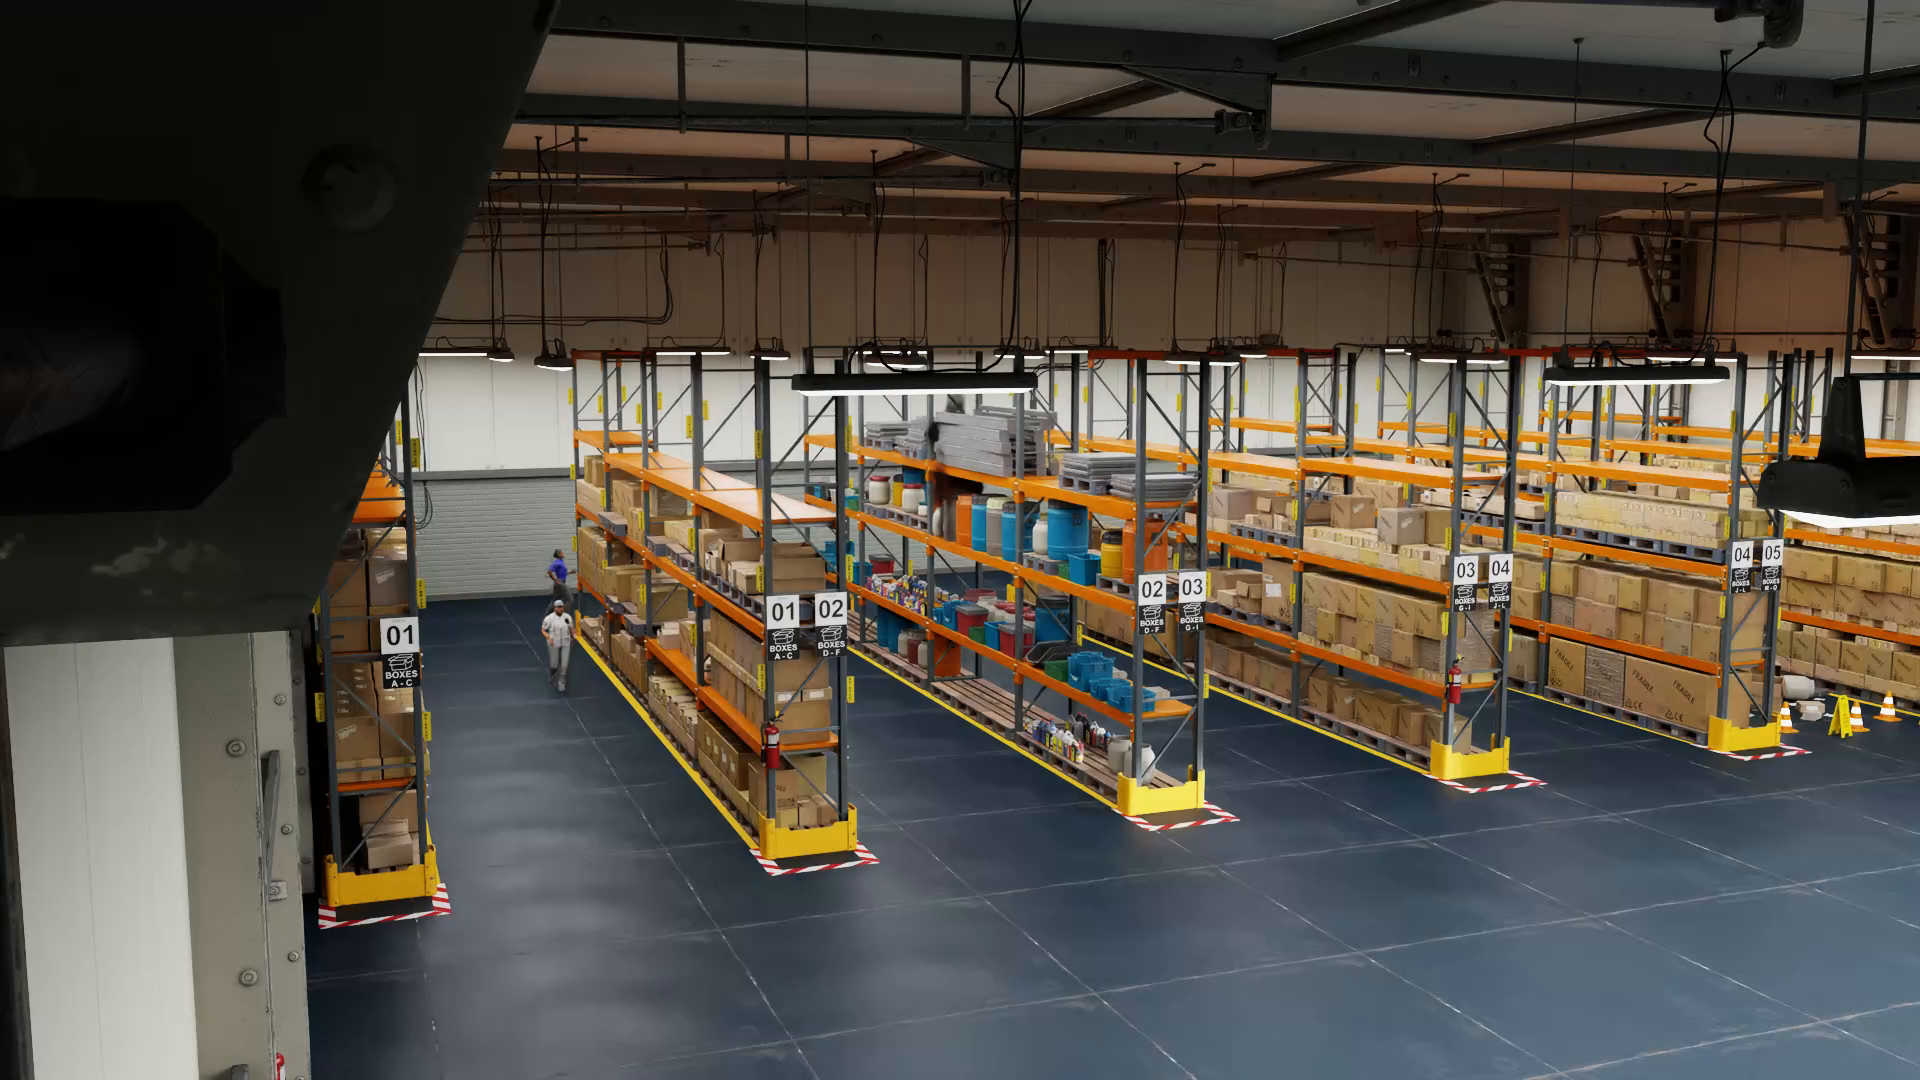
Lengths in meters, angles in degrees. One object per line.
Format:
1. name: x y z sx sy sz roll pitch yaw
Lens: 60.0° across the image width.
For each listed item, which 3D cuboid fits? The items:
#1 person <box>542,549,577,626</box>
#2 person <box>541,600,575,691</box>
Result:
1. person: -8.671 1.042 35.994 0.772 1.719 0.545 -3 8 -19
2. person: -7.118 1.861 29.543 0.595 1.622 0.561 -3 8 -24
